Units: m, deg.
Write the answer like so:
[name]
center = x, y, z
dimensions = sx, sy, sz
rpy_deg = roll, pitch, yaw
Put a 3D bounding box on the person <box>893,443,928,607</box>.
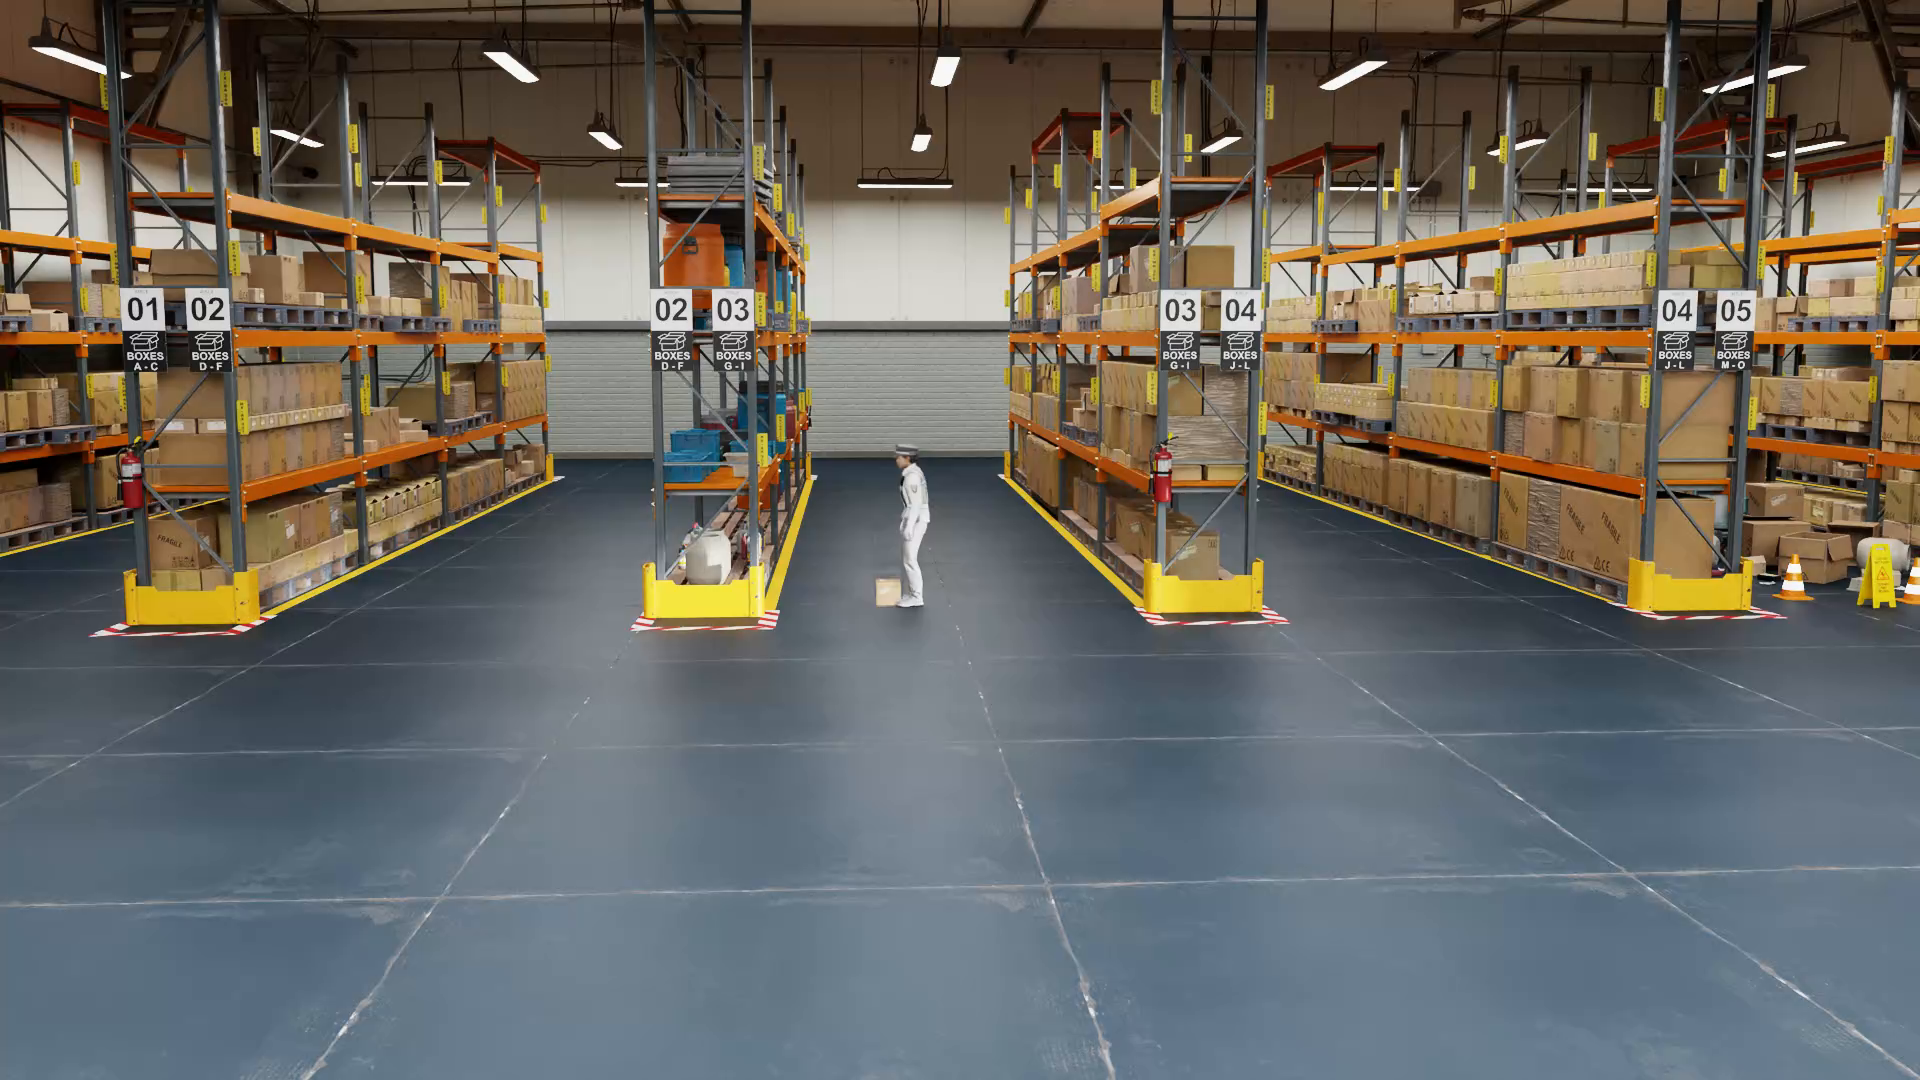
[person]
center = -0.497, -0.161, 17.053
dimensions = 0.367, 1.663, 0.516
rpy_deg = -1, 7, -6
